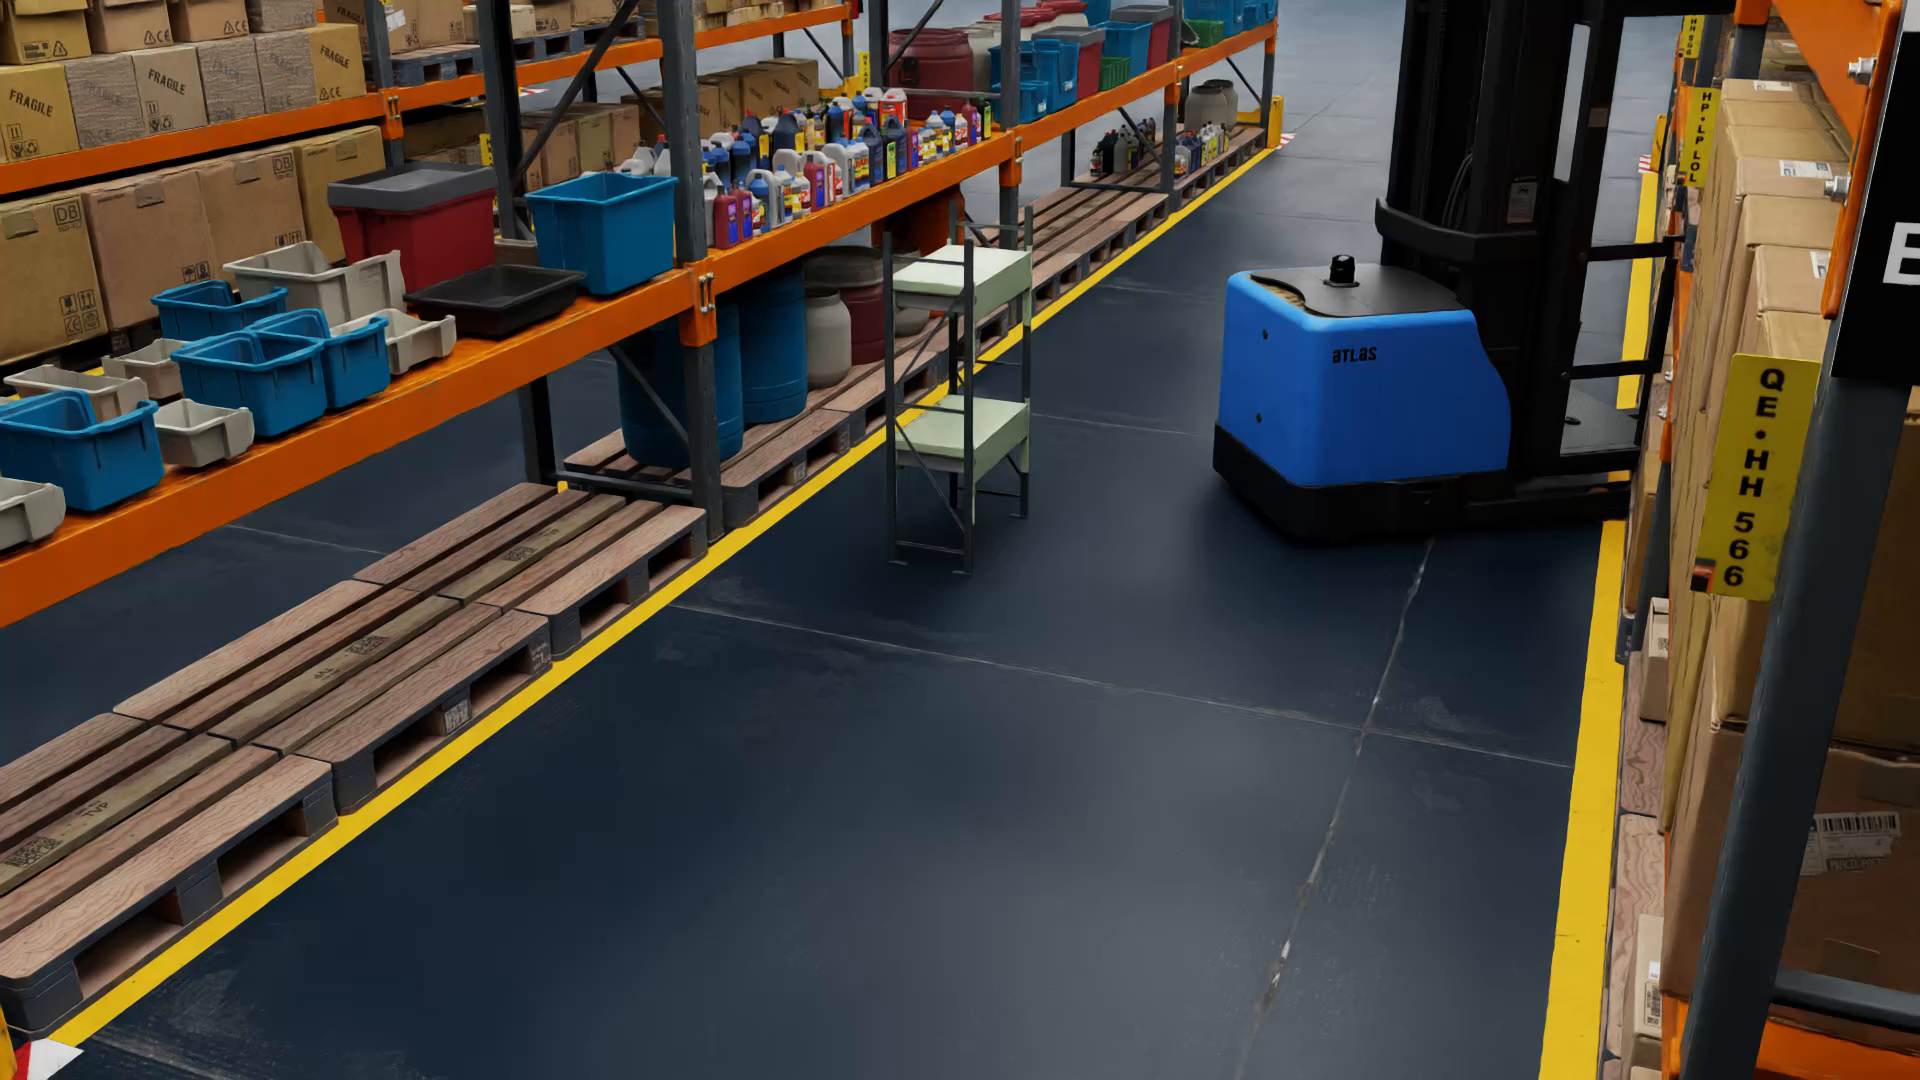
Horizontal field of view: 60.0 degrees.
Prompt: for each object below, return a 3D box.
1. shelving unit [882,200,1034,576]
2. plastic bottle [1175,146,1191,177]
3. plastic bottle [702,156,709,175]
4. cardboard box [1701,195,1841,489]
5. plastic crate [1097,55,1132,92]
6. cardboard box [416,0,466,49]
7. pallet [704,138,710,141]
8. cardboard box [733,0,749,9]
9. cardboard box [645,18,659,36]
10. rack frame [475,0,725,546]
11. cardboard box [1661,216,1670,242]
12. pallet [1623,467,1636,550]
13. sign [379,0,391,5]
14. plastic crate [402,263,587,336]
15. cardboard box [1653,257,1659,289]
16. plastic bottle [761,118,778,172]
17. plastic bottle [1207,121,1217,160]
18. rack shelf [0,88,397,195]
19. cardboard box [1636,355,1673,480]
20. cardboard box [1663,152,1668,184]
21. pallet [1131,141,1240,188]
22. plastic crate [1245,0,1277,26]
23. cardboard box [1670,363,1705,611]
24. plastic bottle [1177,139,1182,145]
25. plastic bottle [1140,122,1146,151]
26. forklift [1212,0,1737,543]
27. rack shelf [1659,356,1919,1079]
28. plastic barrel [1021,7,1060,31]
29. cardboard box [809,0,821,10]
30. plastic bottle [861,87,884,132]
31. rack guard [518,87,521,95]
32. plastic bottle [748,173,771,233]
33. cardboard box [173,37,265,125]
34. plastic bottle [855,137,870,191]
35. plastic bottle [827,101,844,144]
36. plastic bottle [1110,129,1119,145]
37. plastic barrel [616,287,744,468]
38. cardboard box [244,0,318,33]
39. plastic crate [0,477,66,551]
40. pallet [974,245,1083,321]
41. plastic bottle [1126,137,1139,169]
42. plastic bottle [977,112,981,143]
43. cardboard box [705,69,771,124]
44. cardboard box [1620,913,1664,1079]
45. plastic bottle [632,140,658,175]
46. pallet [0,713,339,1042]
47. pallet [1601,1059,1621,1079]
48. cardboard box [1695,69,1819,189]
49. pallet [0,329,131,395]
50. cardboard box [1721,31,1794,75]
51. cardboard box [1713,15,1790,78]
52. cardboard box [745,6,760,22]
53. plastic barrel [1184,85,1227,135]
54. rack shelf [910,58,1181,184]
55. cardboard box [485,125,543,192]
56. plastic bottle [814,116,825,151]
[{"bbox_3d":[0.002,-0.694,7.467,0.431,1.500,0.755,9,24,20],"label":"shelving unit"},{"bbox_3d":[2.003,-3.431,15.036,0.152,0.276,0.135,10,25,22],"label":"plastic bottle"},{"bbox_3d":[-1.349,-1.850,8.351,0.144,0.351,0.185,9,24,20],"label":"plastic bottle"},{"bbox_3d":[1.808,-0.383,3.348,0.500,0.500,0.500,9,24,21],"label":"cardboard box"},{"bbox_3d":[0.998,-3.553,12.639,0.450,0.188,0.662,9,24,20],"label":"plastic crate"},{"bbox_3d":[-4.424,-4.245,13.346,0.700,0.500,0.500,13,26,28],"label":"cardboard box"},{"bbox_3d":[-2.999,-3.982,17.009,1.003,0.211,1.213,9,24,20],"label":"pallet"},{"bbox_3d":[-2.681,-5.726,17.051,0.875,0.500,0.500,9,24,20],"label":"cardboard box"},{"bbox_3d":[-2.857,-4.941,16.014,0.380,0.149,0.250,9,24,20],"label":"cardboard box"},{"bbox_3d":[-1.589,-1.451,7.333,1.000,3.000,0.127,9,24,20],"label":"rack frame"},{"bbox_3d":[4.837,-1.946,10.812,0.500,0.311,0.500,9,24,20],"label":"cardboard box"},{"bbox_3d":[3.727,-0.189,7.928,1.003,0.211,1.213,9,24,20],"label":"pallet"},{"bbox_3d":[-4.185,-4.048,12.047,0.100,0.325,0.005,9,24,20],"label":"sign"},{"bbox_3d":[-1.755,-0.913,6.324,0.437,0.125,0.590,9,24,20],"label":"plastic crate"},{"bbox_3d":[5.030,-1.870,11.357,0.500,0.250,0.500,9,24,21],"label":"cardboard box"},{"bbox_3d":[-1.079,-2.221,9.336,0.152,0.276,0.135,9,24,20],"label":"plastic bottle"},{"bbox_3d":[2.365,-3.811,15.847,0.144,0.351,0.185,10,25,22],"label":"plastic bottle"},{"bbox_3d":[-5.445,-2.544,10.883,1.077,0.370,4.000,9,24,20],"label":"rack shelf"},{"bbox_3d":[3.491,-0.546,7.837,0.500,0.500,0.500,8,24,18],"label":"cardboard box"},{"bbox_3d":[6.502,-3.264,14.694,0.500,0.250,0.500,9,24,20],"label":"cardboard box"},{"bbox_3d":[2.122,-3.700,16.334,1.003,0.211,1.213,9,24,20],"label":"pallet"},{"bbox_3d":[2.960,-5.455,17.111,0.499,0.251,0.616,9,24,20],"label":"plastic crate"},{"bbox_3d":[2.004,-0.099,3.966,0.500,0.500,0.500,8,24,19],"label":"cardboard box"},{"bbox_3d":[2.009,-3.557,15.343,0.097,0.271,0.097,0,23,0],"label":"plastic bottle"},{"bbox_3d":[1.778,-3.963,16.315,0.097,0.271,0.097,0,23,0],"label":"plastic bottle"},{"bbox_3d":[2.856,-1.630,7.850,3.031,2.935,1.130,-6,23,-13],"label":"forklift"},{"bbox_3d":[2.266,0.307,4.057,1.077,0.370,4.000,9,24,20],"label":"rack shelf"},{"bbox_3d":[0.551,-3.803,12.788,0.433,0.535,0.433,0,23,0],"label":"plastic barrel"},{"bbox_3d":[-1.783,-6.021,18.599,0.380,0.149,0.250,9,24,20],"label":"cardboard box"},{"bbox_3d":[-0.564,-2.717,10.524,0.152,0.276,0.135,9,24,20],"label":"plastic bottle"},{"bbox_3d":[-6.289,-6.056,21.600,1.175,0.500,0.348,9,24,20],"label":"rack guard"},{"bbox_3d":[-0.945,-1.589,7.829,0.097,0.271,0.097,0,23,0],"label":"plastic bottle"},{"bbox_3d":[-5.036,-3.062,11.060,0.500,0.500,0.500,8,24,18],"label":"cardboard box"},{"bbox_3d":[-0.529,-1.990,8.789,0.097,0.271,0.097,0,23,0],"label":"plastic bottle"},{"bbox_3d":[-0.748,-2.503,10.018,0.097,0.271,0.097,0,23,0],"label":"plastic bottle"},{"bbox_3d":[1.425,-3.635,15.428,0.144,0.351,0.185,8,24,17],"label":"plastic bottle"},{"bbox_3d":[-1.371,-0.869,8.117,0.600,0.901,0.708,9,24,20],"label":"plastic barrel"},{"bbox_3d":[-4.988,-3.842,11.624,0.797,0.503,0.637,10,25,22],"label":"cardboard box"},{"bbox_3d":[-2.481,-0.070,4.291,0.250,0.136,0.298,9,24,20],"label":"plastic crate"},{"bbox_3d":[0.221,-1.868,11.948,1.003,0.211,1.213,9,24,20],"label":"pallet"},{"bbox_3d":[1.572,-3.589,15.413,0.152,0.276,0.135,9,24,20],"label":"plastic bottle"},{"bbox_3d":[0.083,-2.547,10.213,0.097,0.201,0.097,0,23,0],"label":"plastic bottle"},{"bbox_3d":[-2.418,-4.834,18.129,0.500,0.500,0.500,11,25,25],"label":"cardboard box"},{"bbox_3d":[1.877,1.191,4.004,0.500,0.250,0.500,9,24,20],"label":"cardboard box"},{"bbox_3d":[-1.551,-1.804,8.242,0.144,0.351,0.185,9,24,20],"label":"plastic bottle"},{"bbox_3d":[-2.732,0.977,5.137,1.003,0.211,1.213,9,24,20],"label":"pallet"},{"bbox_3d":[1.846,1.665,3.491,1.003,0.211,1.213,9,24,20],"label":"pallet"},{"bbox_3d":[3.848,-1.871,7.663,0.700,0.500,0.500,14,26,30],"label":"cardboard box"},{"bbox_3d":[-5.971,-1.161,10.255,1.003,0.211,1.213,9,24,20],"label":"pallet"},{"bbox_3d":[5.484,-3.189,11.363,0.500,0.500,0.500,11,25,24],"label":"cardboard box"},{"bbox_3d":[6.139,-3.810,12.849,0.700,0.500,0.500,8,24,19],"label":"cardboard box"},{"bbox_3d":[-2.312,-5.480,17.304,0.380,0.149,0.250,9,24,20],"label":"cardboard box"},{"bbox_3d":[2.509,-4.366,16.993,0.421,0.512,0.421,0,23,0],"label":"plastic barrel"},{"bbox_3d":[0.640,-3.267,12.612,1.077,0.370,4.000,9,24,20],"label":"rack shelf"},{"bbox_3d":[-4.073,-3.288,14.403,0.700,0.500,0.500,11,25,24],"label":"cardboard box"},{"bbox_3d":[-0.854,-2.432,9.938,0.097,0.201,0.097,0,23,0],"label":"plastic bottle"}]
